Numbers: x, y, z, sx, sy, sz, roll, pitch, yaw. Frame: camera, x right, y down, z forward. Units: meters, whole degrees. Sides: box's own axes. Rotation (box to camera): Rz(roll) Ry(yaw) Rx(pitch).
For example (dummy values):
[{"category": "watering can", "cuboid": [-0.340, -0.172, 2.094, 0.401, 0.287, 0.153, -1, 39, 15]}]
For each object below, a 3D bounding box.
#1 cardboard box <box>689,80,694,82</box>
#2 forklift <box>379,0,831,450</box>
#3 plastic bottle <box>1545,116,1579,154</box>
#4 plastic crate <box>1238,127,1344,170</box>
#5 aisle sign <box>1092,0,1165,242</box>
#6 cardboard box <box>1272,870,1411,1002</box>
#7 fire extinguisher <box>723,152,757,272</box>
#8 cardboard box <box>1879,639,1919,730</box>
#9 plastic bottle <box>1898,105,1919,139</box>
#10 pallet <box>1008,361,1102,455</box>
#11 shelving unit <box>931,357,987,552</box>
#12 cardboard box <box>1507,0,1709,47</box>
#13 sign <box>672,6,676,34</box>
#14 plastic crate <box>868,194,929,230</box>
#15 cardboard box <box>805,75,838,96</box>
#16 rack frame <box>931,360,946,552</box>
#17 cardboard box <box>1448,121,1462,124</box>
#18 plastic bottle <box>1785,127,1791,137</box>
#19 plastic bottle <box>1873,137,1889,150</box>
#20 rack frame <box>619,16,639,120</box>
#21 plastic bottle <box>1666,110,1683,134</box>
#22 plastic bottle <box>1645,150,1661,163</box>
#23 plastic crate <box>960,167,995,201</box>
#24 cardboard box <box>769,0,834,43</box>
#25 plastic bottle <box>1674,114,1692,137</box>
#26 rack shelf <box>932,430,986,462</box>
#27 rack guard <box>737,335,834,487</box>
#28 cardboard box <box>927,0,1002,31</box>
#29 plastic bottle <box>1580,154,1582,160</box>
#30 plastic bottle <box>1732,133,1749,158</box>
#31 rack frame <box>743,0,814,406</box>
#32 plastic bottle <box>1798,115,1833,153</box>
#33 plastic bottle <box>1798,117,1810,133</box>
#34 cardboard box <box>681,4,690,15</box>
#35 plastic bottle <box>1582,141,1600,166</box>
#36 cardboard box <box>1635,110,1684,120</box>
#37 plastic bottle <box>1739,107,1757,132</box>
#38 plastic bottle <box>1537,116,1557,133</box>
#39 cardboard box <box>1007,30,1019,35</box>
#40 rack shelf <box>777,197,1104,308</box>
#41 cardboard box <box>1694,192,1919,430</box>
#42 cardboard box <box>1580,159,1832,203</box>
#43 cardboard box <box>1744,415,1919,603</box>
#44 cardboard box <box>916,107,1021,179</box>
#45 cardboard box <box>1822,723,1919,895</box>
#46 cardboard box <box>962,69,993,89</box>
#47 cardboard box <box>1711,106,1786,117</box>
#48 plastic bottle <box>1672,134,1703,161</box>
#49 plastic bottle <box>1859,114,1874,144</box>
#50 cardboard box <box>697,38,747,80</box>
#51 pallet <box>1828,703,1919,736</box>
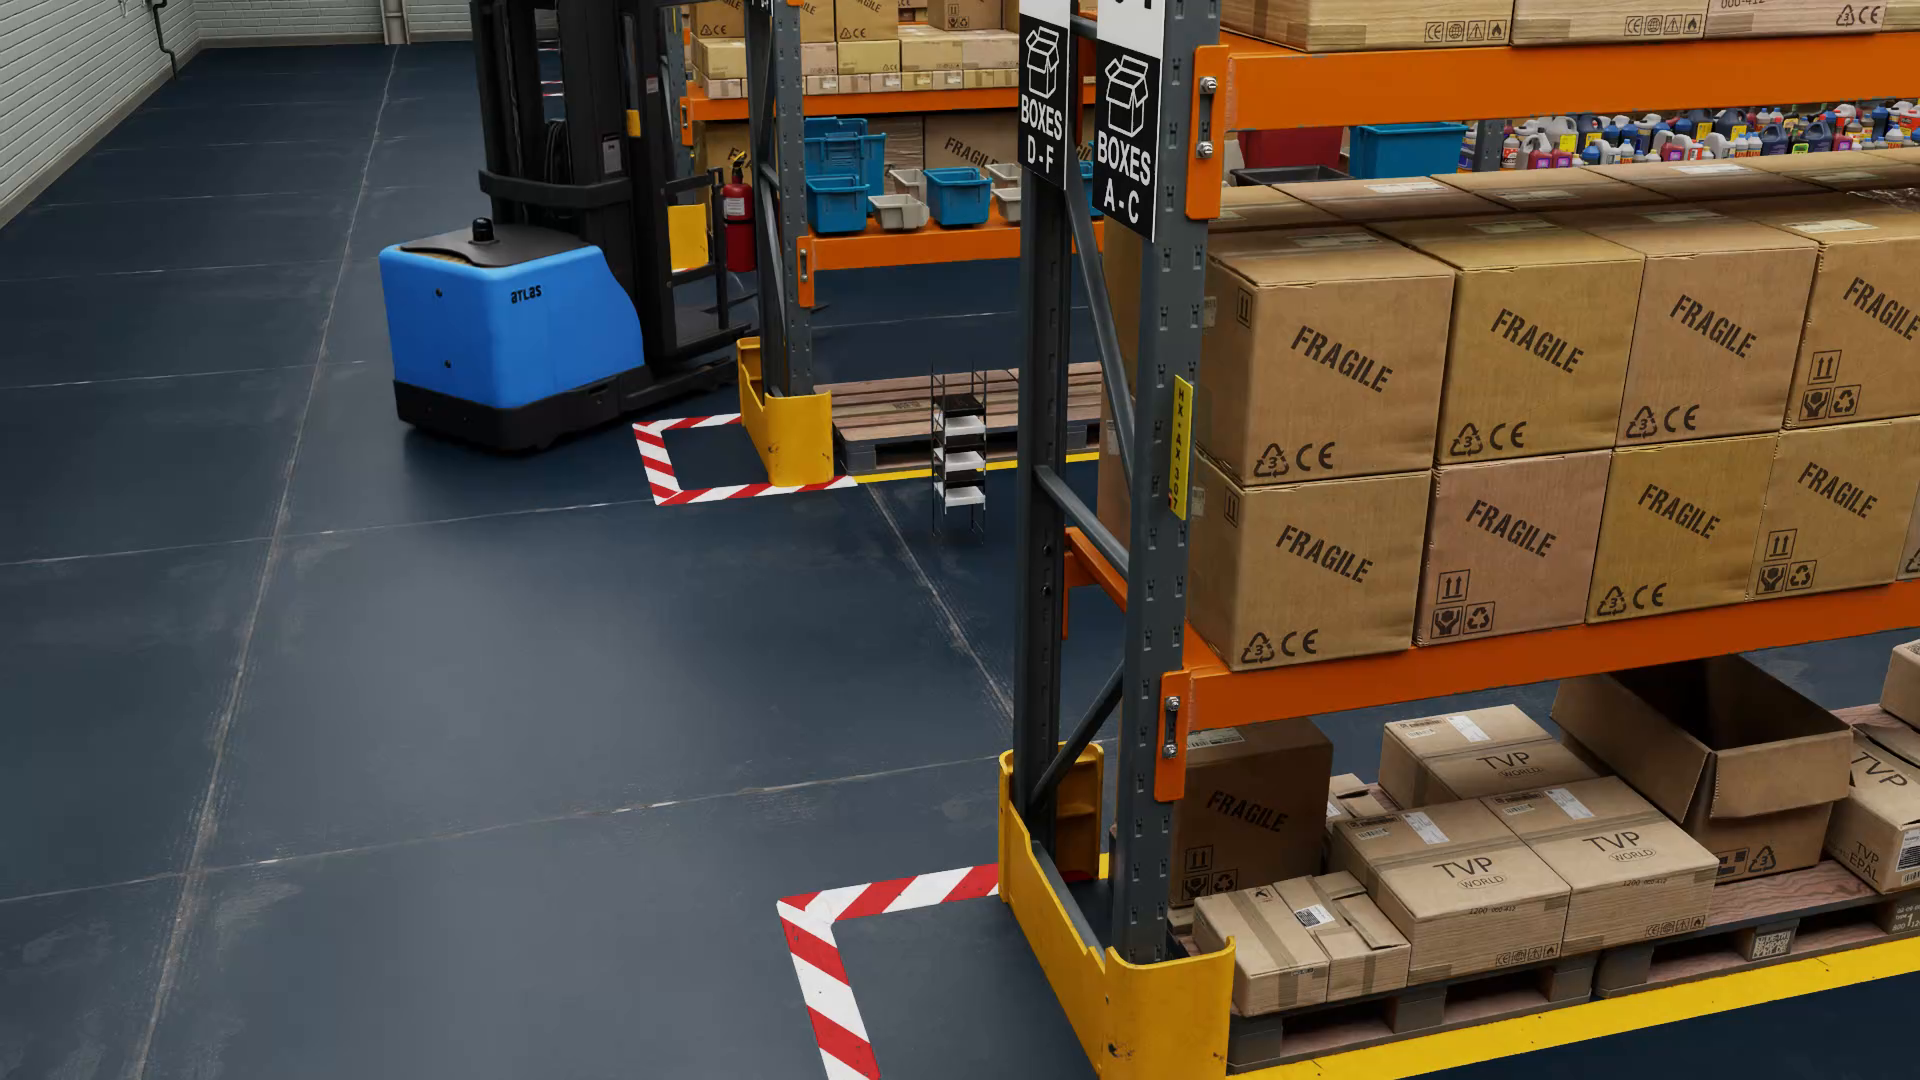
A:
[{"category": "cardboard box", "cuboid": [-2.855, -4.990, 18.403, 0.250, 0.149, 0.380, -6, 24, -13]}, {"category": "forklift", "cuboid": [-2.035, -2.368, 10.051, 1.130, 2.935, 3.031, 16, 28, 32]}, {"category": "plastic bottle", "cuboid": [3.713, -2.472, 10.270, 0.185, 0.351, 0.144, -6, 24, -14]}, {"category": "plastic crate", "cuboid": [1.950, -2.385, 9.846, 0.583, 0.464, 0.402, -6, 24, -14]}, {"category": "aisle sign", "cuboid": [0.375, -1.096, 3.705, 0.004, 0.787, 0.394, -6, 24, -14]}, {"category": "cardboard box", "cuboid": [1.098, 1.139, 4.828, 0.250, 0.166, 0.380, -6, 24, -14]}, {"category": "fire extinguisher", "cuboid": [-1.241, -1.851, 9.331, 0.183, 0.674, 0.296, -6, 24, -14]}, {"category": "cardboard box", "cuboid": [3.750, 0.549, 6.018, 0.500, 0.311, 0.500, -6, 24, -14]}, {"category": "plastic bottle", "cuboid": [6.266, -2.716, 10.932, 0.135, 0.276, 0.152, -6, 24, -14]}, {"category": "pallet", "cuboid": [1.004, -0.822, 9.897, 1.213, 0.211, 1.003, -6, 24, -14]}, {"category": "shelving unit", "cuboid": [-0.008, -0.413, 8.071, 0.210, 0.900, 0.258, -6, 24, -14]}, {"category": "cardboard box", "cuboid": [1.409, -1.337, 3.947, 0.500, 0.250, 0.500, -6, 24, -14]}, {"category": "sign", "cuboid": [-2.167, -4.005, 12.581, 0.005, 0.325, 0.100, -6, 24, -14]}, {"category": "plastic crate", "cuboid": [-0.316, -1.712, 8.694, 0.298, 0.136, 0.250, -6, 24, -14]}, {"category": "cardboard box", "cuboid": [-1.137, -3.663, 13.300, 0.250, 0.149, 0.380, -7, 24, -15]}, {"category": "rack frame", "cuboid": [-0.106, -0.402, 8.045, 0.006, 0.900, 0.240, -6, 24, -14]}, {"category": "cardboard box", "cuboid": [3.861, -3.693, 15.215, 0.875, 0.875, 1.225, -6, 24, -14]}, {"category": "plastic bottle", "cuboid": [5.032, -2.362, 10.100, 0.133, 0.283, 0.061, -6, 24, -14]}, {"category": "plastic bottle", "cuboid": [5.648, -2.376, 10.234, 0.097, 0.201, 0.097, 0, 23, 0]}, {"category": "rack frame", "cuboid": [-3.554, -5.676, 17.674, 0.127, 3.000, 1.000, -6, 24, -14]}, {"category": "plastic bottle", "cuboid": [4.571, -2.612, 10.682, 0.133, 0.283, 0.061, -6, 24, -14]}, {"category": "plastic bottle", "cuboid": [4.085, -2.203, 9.831, 0.097, 0.201, 0.097, 0, 23, 0]}, {"category": "plastic crate", "cuboid": [0.046, -1.989, 9.340, 0.243, 0.136, 0.396, -6, 24, -14]}, {"category": "cardboard box", "cuboid": [-1.295, -4.196, 13.088, 0.500, 0.500, 0.500, -7, 24, -16]}, {"category": "plastic bottle", "cuboid": [4.609, -2.579, 10.619, 0.097, 0.271, 0.097, 0, 23, 0]}, {"category": "rack shelf", "cuboid": [-0.008, -0.465, 8.048, 0.200, 0.077, 0.258, -6, 24, -14]}, {"category": "rack guard", "cuboid": [-0.993, -0.745, 9.353, 0.348, 0.500, 1.175, -6, 24, -14]}, {"category": "cardboard box", "cuboid": [0.034, -4.560, 13.935, 0.500, 0.500, 0.500, -7, 24, -16]}, {"category": "plastic bottle", "cuboid": [3.727, -2.225, 9.884, 0.097, 0.201, 0.097, 0, 23, 0]}, {"category": "plastic bottle", "cuboid": [4.660, -2.298, 9.966, 0.097, 0.271, 0.097, 0, 23, 0]}, {"category": "rack frame", "cuboid": [-0.973, -1.902, 8.878, 0.127, 3.000, 1.000, -6, 24, -14]}, {"category": "plastic bottle", "cuboid": [5.190, -2.403, 10.109, 0.185, 0.351, 0.144, -6, 24, -14]}, {"category": "plastic bottle", "cuboid": [5.532, -2.674, 10.929, 0.097, 0.201, 0.097, 0, 23, 0]}, {"category": "cardboard box", "cuboid": [-3.047, -5.801, 17.462, 0.500, 0.500, 0.500, -5, 24, -12]}, {"category": "plastic bottle", "cuboid": [3.675, -2.189, 9.712, 0.097, 0.271, 0.097, 0, 23, 0]}, {"category": "cardboard box", "cuboid": [6.536, -4.175, 15.838, 0.500, 0.250, 0.500, -4, 23, -8]}, {"category": "plastic bottle", "cuboid": [5.100, -2.671, 10.819, 0.133, 0.283, 0.061, -6, 24, -14]}, {"category": "plastic bottle", "cuboid": [3.674, -2.527, 10.398, 0.185, 0.351, 0.144, -6, 24, -14]}, {"category": "cardboard box", "cuboid": [0.688, -4.073, 13.752, 0.500, 0.250, 0.500, -6, 24, -13]}, {"category": "rack shelf", "cuboid": [0.952, -1.784, 9.516, 4.000, 0.370, 1.077, -6, 24, -14]}, {"category": "cardboard box", "cuboid": [2.333, -0.638, 4.537, 0.500, 0.500, 0.500, -7, 24, -15]}, {"category": "cardboard box", "cuboid": [2.194, -0.844, 5.017, 0.500, 0.500, 0.500, -6, 24, -13]}, {"category": "cardboard box", "cuboid": [2.321, -0.176, 4.728, 0.500, 0.500, 0.500, -6, 24, -14]}, {"category": "cardboard box", "cuboid": [0.016, -3.289, 14.273, 0.875, 0.875, 0.875, -6, 24, -14]}, {"category": "cardboard box", "cuboid": [3.018, 0.835, 5.352, 0.500, 0.311, 0.500, -6, 24, -14]}, {"category": "cardboard box", "cuboid": [0.098, -3.799, 13.618, 0.250, 0.149, 0.380, -7, 24, -15]}, {"category": "cardboard box", "cuboid": [7.643, -3.953, 16.271, 0.500, 0.500, 0.700, -8, 25, -19]}, {"category": "plastic bottle", "cuboid": [4.318, -2.274, 9.903, 0.135, 0.276, 0.152, -6, 24, -14]}, {"category": "plastic bottle", "cuboid": [6.012, -2.727, 11.053, 0.097, 0.201, 0.097, 0, 23, 0]}, {"category": "cardboard box", "cuboid": [-1.776, -3.798, 13.111, 0.500, 0.250, 0.500, -7, 24, -16]}, {"category": "pallet", "cuboid": [3.551, 0.908, 5.867, 1.213, 0.211, 1.003, -6, 24, -14]}]
